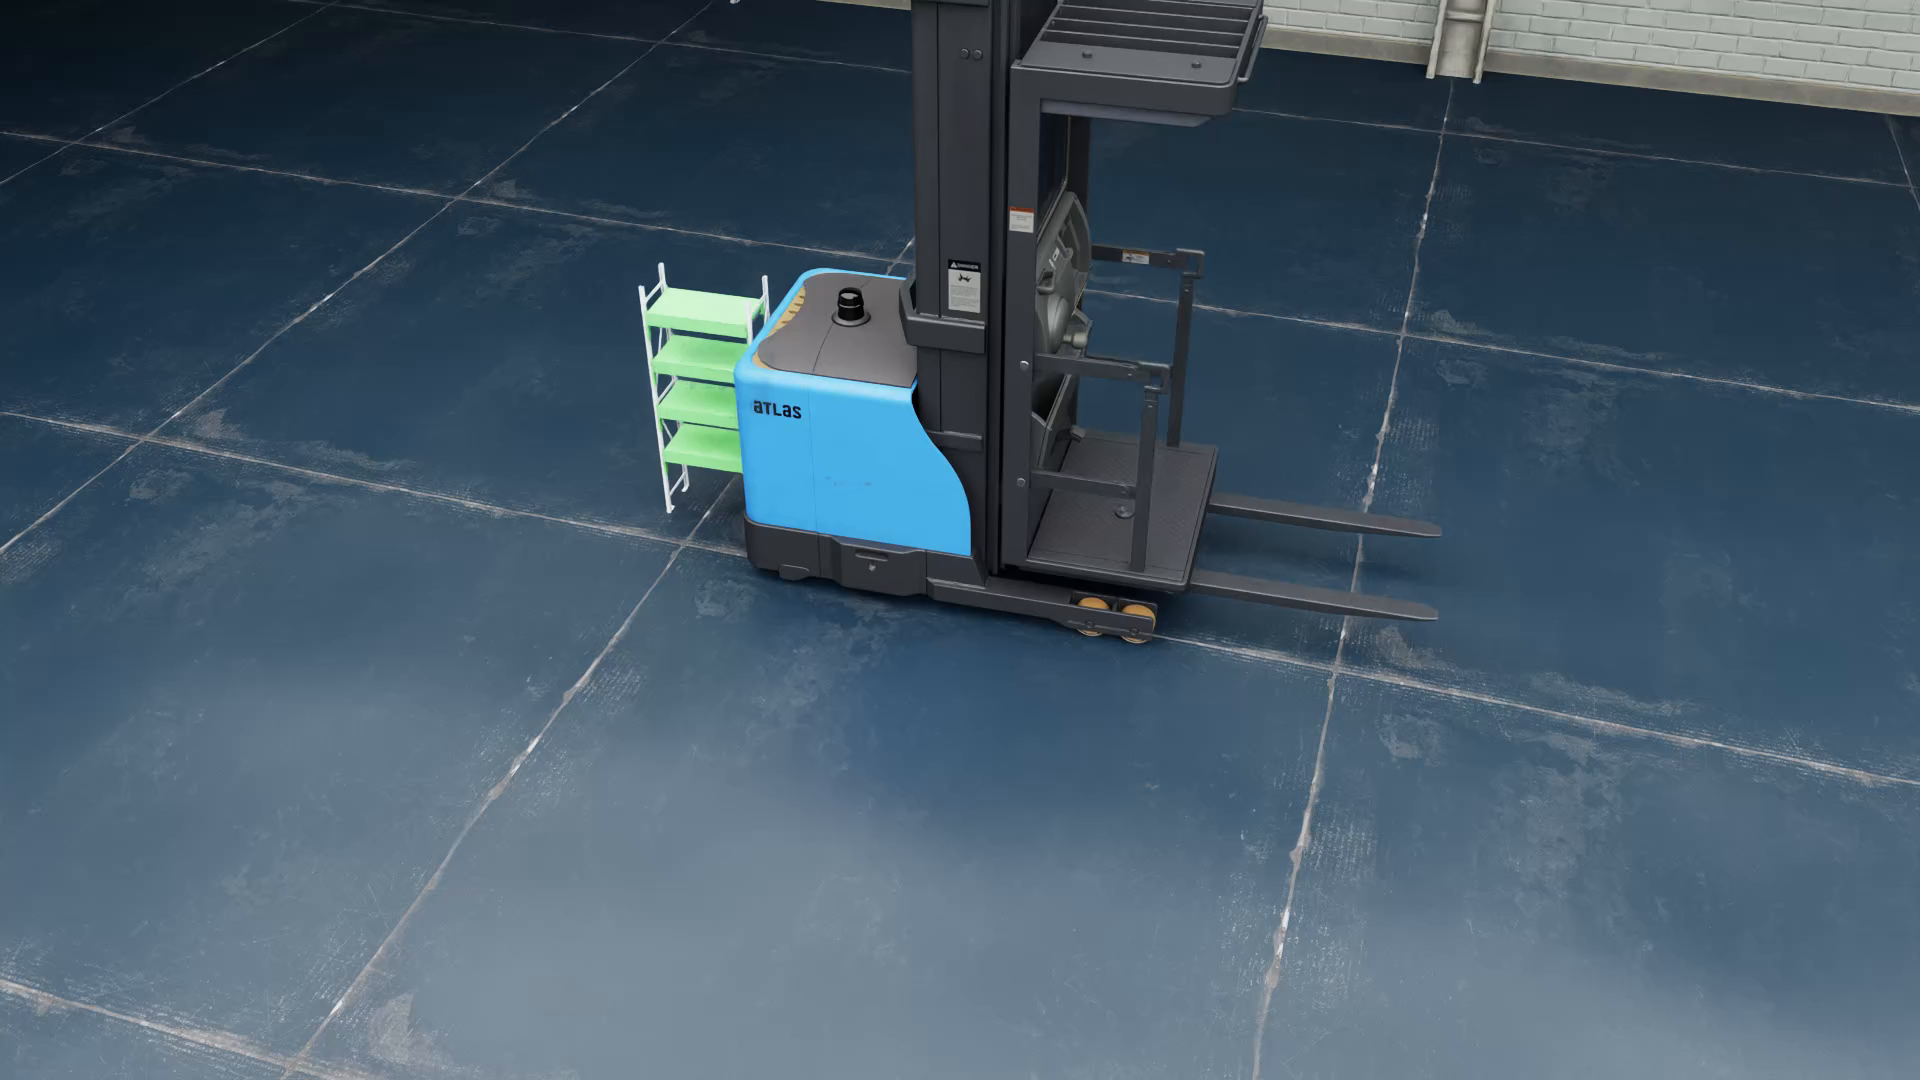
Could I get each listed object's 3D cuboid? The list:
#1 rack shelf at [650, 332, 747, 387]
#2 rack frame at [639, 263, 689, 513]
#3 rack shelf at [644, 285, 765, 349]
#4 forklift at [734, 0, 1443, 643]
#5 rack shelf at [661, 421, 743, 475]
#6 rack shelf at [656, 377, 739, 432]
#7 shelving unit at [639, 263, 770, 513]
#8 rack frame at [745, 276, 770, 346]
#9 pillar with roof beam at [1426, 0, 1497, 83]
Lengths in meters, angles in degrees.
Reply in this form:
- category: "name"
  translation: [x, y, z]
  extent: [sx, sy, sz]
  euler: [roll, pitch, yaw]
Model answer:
- category: "rack shelf"
  translation: [-1.121, -0.786, 7.508]
  extent: [0.480, 0.148, 0.258]
  euler: [9, 37, 12]
- category: "rack frame"
  translation: [-1.357, -0.680, 7.662]
  extent: [0.015, 1.200, 0.240]
  euler: [9, 37, 12]
- category: "rack shelf"
  translation: [-1.121, -0.979, 7.366]
  extent: [0.480, 0.148, 0.258]
  euler: [9, 37, 12]
- category: "forklift"
  translation: [0.610, -1.087, 6.754]
  extent: [3.031, 2.935, 1.130]
  euler: [9, 37, 12]
- category: "rack shelf"
  translation: [-1.121, -0.399, 7.793]
  extent: [0.480, 0.148, 0.258]
  euler: [9, 37, 12]
- category: "rack shelf"
  translation: [-1.121, -0.593, 7.651]
  extent: [0.480, 0.148, 0.258]
  euler: [9, 37, 12]
- category: "shelving unit"
  translation: [-1.121, -0.644, 7.613]
  extent: [0.503, 1.200, 0.258]
  euler: [9, 37, 12]
- category: "rack frame"
  translation: [-0.885, -0.608, 7.564]
  extent: [0.015, 1.200, 0.240]
  euler: [9, 37, 12]
- category: "pillar with roof beam"
  translation: [2.441, -4.703, 6.549]
  extent: [0.400, 9.000, 9.100]
  euler: [10, 38, 14]
